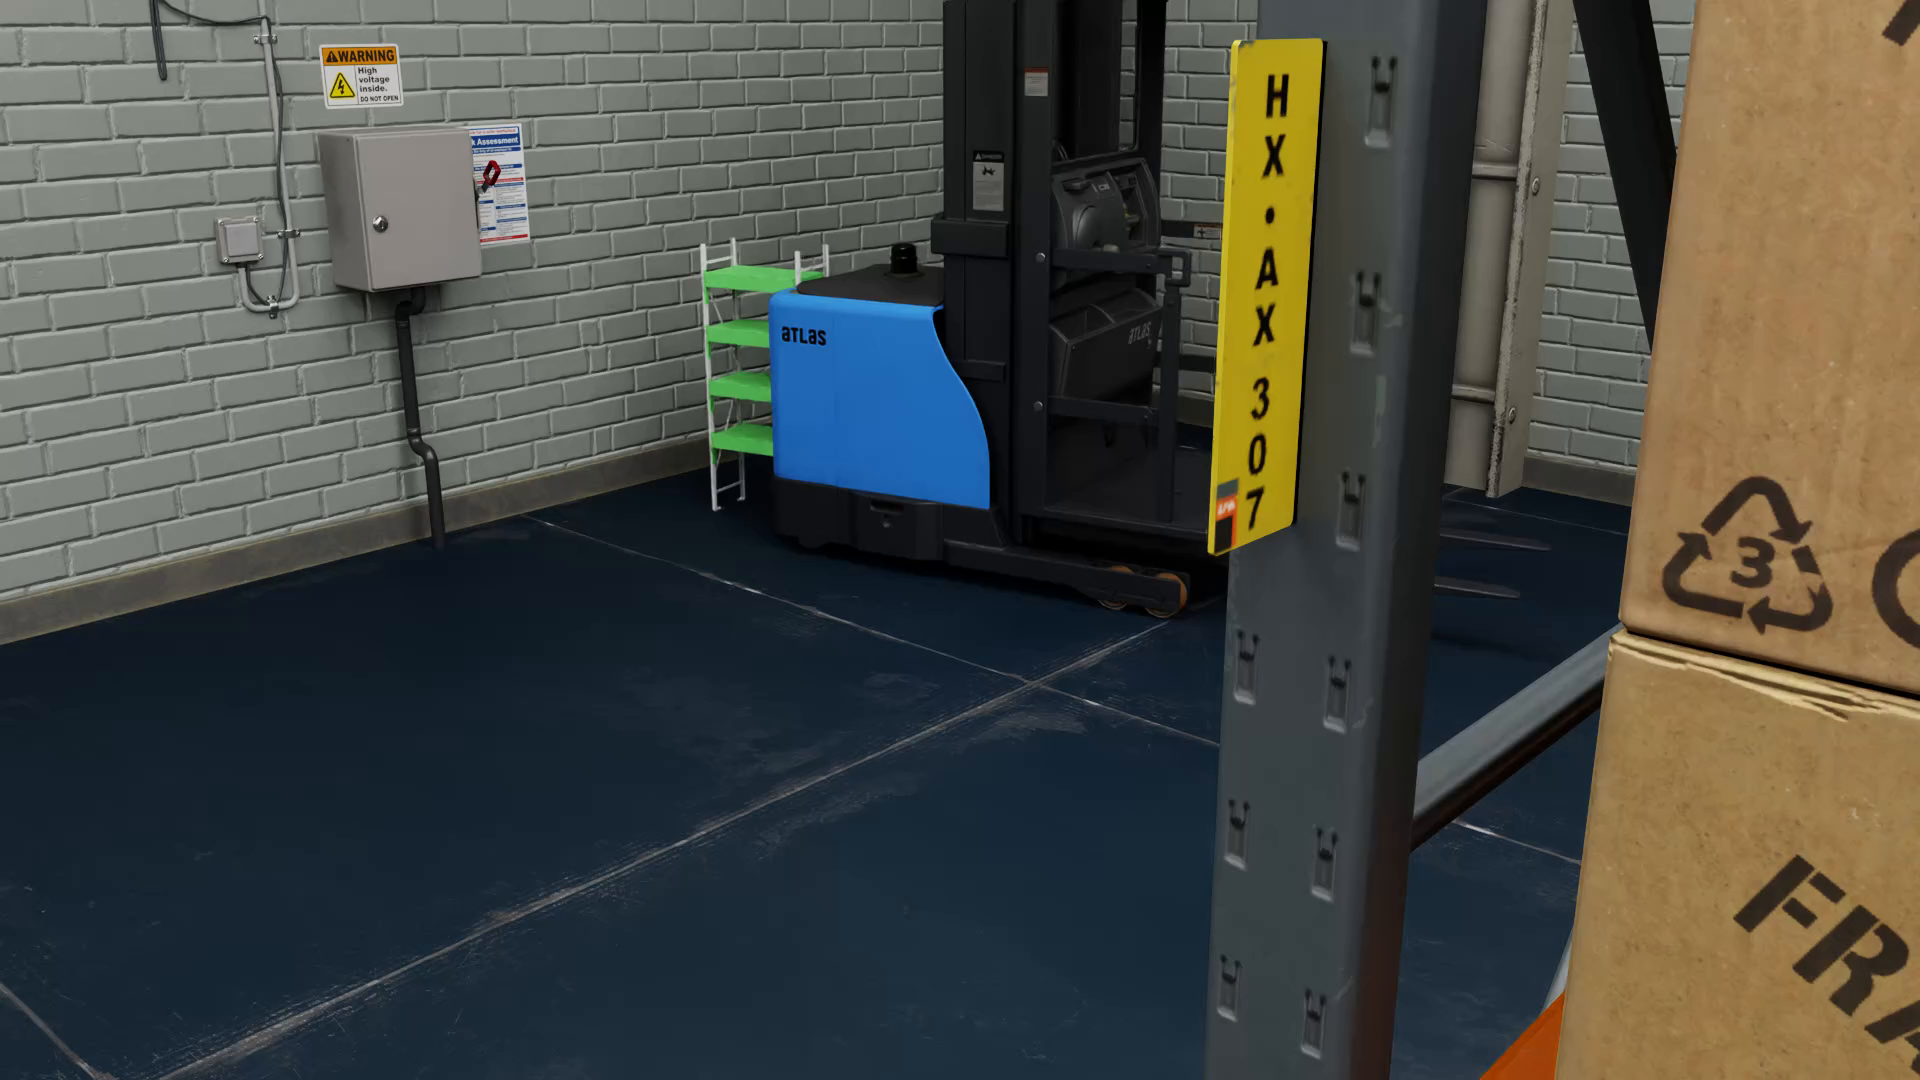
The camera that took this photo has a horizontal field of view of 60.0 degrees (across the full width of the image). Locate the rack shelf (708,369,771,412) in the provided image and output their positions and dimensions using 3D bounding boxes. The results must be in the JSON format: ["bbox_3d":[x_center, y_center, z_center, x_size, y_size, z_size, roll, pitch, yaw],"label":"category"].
[{"bbox_3d":[-0.843,-0.640,7.357,0.480,0.148,0.258,9,20,27],"label":"rack shelf"}]

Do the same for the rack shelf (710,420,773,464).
[{"bbox_3d":[-0.843,-0.411,7.429,0.480,0.148,0.258,9,20,27],"label":"rack shelf"}]

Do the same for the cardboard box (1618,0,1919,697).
[{"bbox_3d":[0.741,-0.193,0.942,0.500,0.500,0.500,14,23,38],"label":"cardboard box"}]

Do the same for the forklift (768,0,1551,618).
[{"bbox_3d":[0.751,-1.290,6.330,3.031,2.935,1.130,9,20,27],"label":"forklift"}]

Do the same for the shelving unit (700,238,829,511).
[{"bbox_3d":[-0.843,-0.701,7.337,0.503,1.200,0.258,9,20,27],"label":"shelving unit"}]

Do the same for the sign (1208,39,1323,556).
[{"bbox_3d":[0.198,-0.155,1.080,0.005,0.325,0.100,15,23,39],"label":"sign"}]

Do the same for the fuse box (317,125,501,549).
[{"bbox_3d":[-2.159,-0.788,6.766,0.414,1.711,0.539,15,23,39],"label":"fuse box"}]

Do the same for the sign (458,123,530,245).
[{"bbox_3d":[-1.986,-1.510,7.068,0.001,0.494,0.329,15,23,39],"label":"sign"}]

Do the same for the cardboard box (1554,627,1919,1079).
[{"bbox_3d":[0.739,0.284,1.091,0.500,0.500,0.500,15,23,39],"label":"cardboard box"}]

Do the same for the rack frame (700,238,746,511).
[{"bbox_3d":[-1.058,-0.736,7.447,0.015,1.200,0.240,9,20,27],"label":"rack frame"}]

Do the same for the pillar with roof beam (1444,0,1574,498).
[{"bbox_3d":[-0.413,-3.584,3.528,0.400,9.000,9.100,15,23,39],"label":"pillar with roof beam"}]

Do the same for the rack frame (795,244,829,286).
[{"bbox_3d":[-0.628,-0.666,7.227,0.015,1.200,0.240,9,20,27],"label":"rack frame"}]

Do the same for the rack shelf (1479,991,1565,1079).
[{"bbox_3d":[2.067,0.915,0.458,4.000,0.370,1.077,15,23,39],"label":"rack shelf"}]

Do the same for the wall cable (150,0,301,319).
[{"bbox_3d":[-2.730,-1.764,6.030,0.122,1.984,0.588,15,23,39],"label":"wall cable"}]

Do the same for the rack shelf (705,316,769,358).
[{"bbox_3d":[-0.843,-0.869,7.284,0.480,0.148,0.258,9,20,27],"label":"rack shelf"}]

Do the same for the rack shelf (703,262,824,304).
[{"bbox_3d":[-0.843,-1.098,7.211,0.480,0.148,0.258,9,20,27],"label":"rack shelf"}]

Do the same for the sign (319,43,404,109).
[{"bbox_3d":[-2.350,-1.825,6.538,0.001,0.242,0.339,15,23,39],"label":"sign"}]
